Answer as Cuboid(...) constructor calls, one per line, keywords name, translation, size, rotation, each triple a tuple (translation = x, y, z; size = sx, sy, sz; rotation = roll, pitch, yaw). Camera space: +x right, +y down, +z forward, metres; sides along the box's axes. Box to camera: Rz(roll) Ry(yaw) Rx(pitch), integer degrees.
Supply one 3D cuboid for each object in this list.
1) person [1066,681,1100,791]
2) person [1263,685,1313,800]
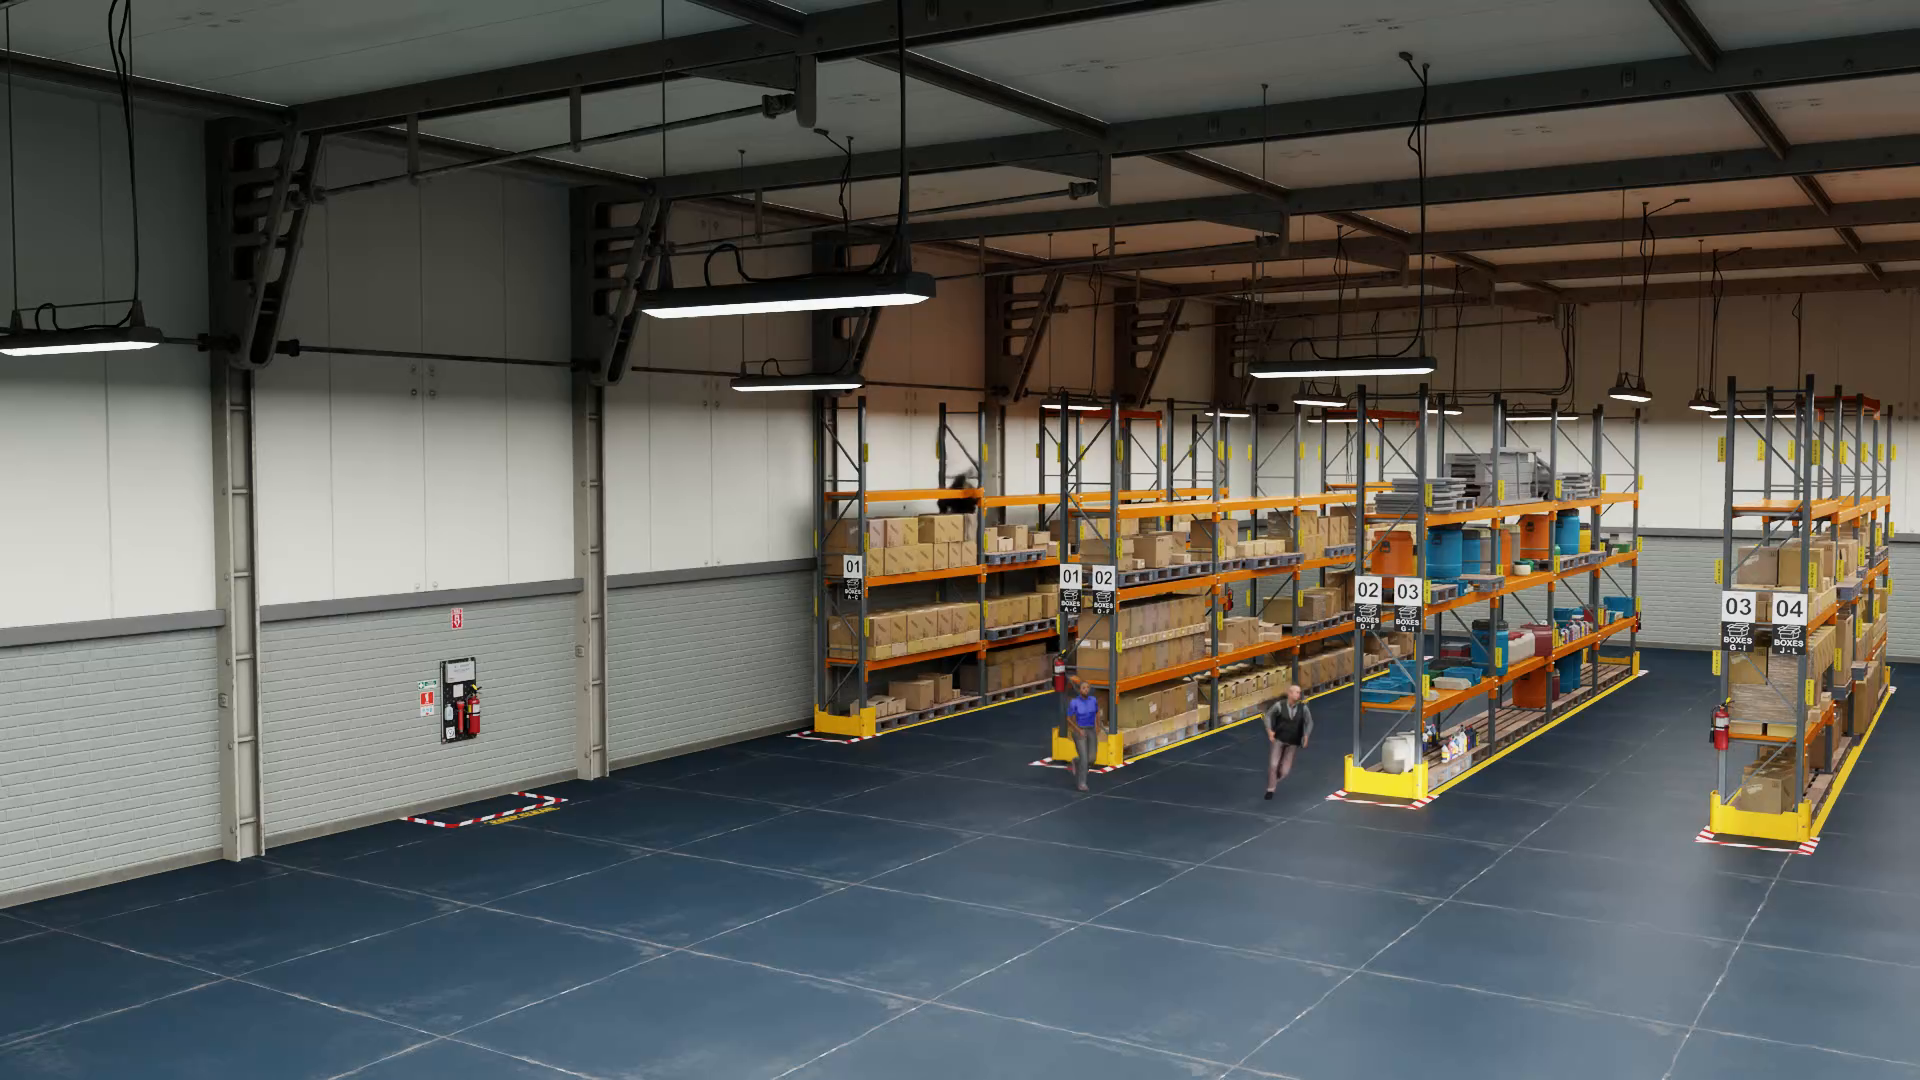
Cuboid(name="person", translation=(1.840, 2.900, 24.798), size=(0.599, 1.631, 0.646), rotation=(-1, 3, -23))
Cuboid(name="person", translation=(4.768, 2.927, 24.209), size=(0.733, 1.653, 0.630), rotation=(0, 3, 3))
